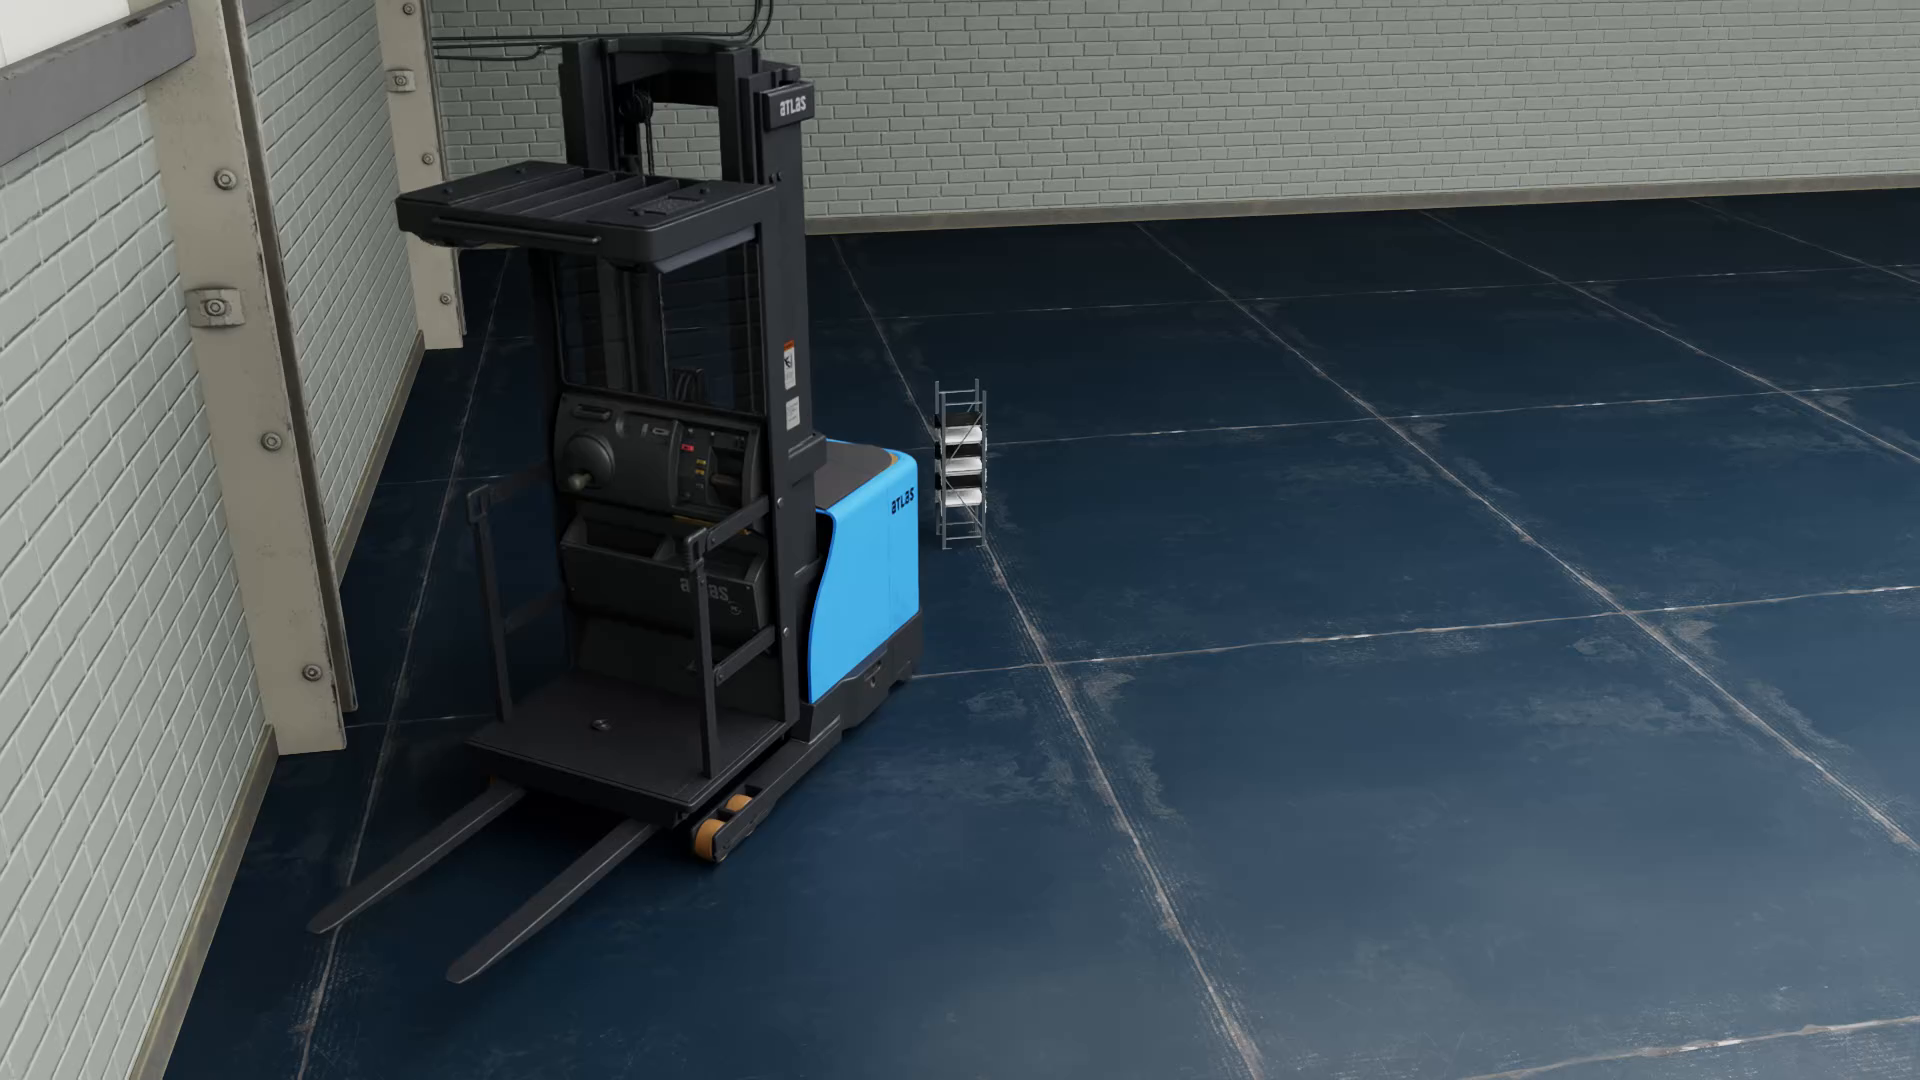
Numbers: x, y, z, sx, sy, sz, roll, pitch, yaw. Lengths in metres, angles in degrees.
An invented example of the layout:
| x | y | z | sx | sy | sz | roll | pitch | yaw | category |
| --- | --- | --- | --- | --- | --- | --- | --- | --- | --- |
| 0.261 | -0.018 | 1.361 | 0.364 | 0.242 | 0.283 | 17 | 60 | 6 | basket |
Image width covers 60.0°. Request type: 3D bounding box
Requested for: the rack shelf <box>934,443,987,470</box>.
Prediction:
| x | y | z | sx | sy | sz | roll | pitch | yaw | category |
| --- | --- | --- | --- | --- | --- | --- | --- | --- | --- |
| 0.002 | -0.461 | 9.040 | 0.258 | 0.077 | 0.200 | -4 | 24 | -10 | rack shelf |

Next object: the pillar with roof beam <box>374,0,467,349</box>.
| x | y | z | sx | sy | sz | roll | pitch | yaw | category |
| --- | --- | --- | --- | --- | --- | --- | --- | --- | --- |
| 0.277 | -5.966 | 11.668 | 9.100 | 9.000 | 0.400 | -4 | 24 | -10 | pillar with roof beam |

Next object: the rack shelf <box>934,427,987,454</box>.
| x | y | z | sx | sy | sz | roll | pitch | yaw | category |
| --- | --- | --- | --- | --- | --- | --- | --- | --- | --- |
| 0.002 | -0.544 | 9.004 | 0.258 | 0.077 | 0.200 | -4 | 24 | -10 | rack shelf |

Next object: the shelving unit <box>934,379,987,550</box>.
| x | y | z | sx | sy | sz | roll | pitch | yaw | category |
| --- | --- | --- | --- | --- | --- | --- | --- | --- | --- |
| 0.002 | -0.409 | 9.063 | 0.258 | 0.900 | 0.210 | -4 | 24 | -10 | shelving unit |

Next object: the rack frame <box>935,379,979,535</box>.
| x | y | z | sx | sy | sz | roll | pitch | yaw | category |
| --- | --- | --- | --- | --- | --- | --- | --- | --- | --- |
| -0.017 | -0.449 | 9.154 | 0.240 | 0.900 | 0.006 | -4 | 24 | -10 | rack frame |

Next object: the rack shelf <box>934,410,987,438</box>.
| x | y | z | sx | sy | sz | roll | pitch | yaw | category |
| --- | --- | --- | --- | --- | --- | --- | --- | --- | --- |
| 0.002 | -0.626 | 8.968 | 0.258 | 0.077 | 0.200 | -4 | 24 | -10 | rack shelf |

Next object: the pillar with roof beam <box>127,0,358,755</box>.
| x | y | z | sx | sy | sz | roll | pitch | yaw | category |
| --- | --- | --- | --- | --- | --- | --- | --- | --- | --- |
| 1.386 | -3.606 | 6.264 | 9.100 | 9.000 | 0.400 | -4 | 24 | -10 | pillar with roof beam |

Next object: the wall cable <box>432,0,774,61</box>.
| x | y | z | sx | sy | sz | roll | pitch | yaw | category |
| --- | --- | --- | --- | --- | --- | --- | --- | --- | --- |
| -3.199 | -5.481 | 14.437 | 3.097 | 2.526 | 0.112 | -4 | 24 | -10 | wall cable |

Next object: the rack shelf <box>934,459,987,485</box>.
| x | y | z | sx | sy | sz | roll | pitch | yaw | category |
| --- | --- | --- | --- | --- | --- | --- | --- | --- | --- |
| 0.002 | -0.379 | 9.076 | 0.258 | 0.077 | 0.200 | -4 | 24 | -10 | rack shelf |

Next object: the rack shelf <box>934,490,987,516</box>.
| x | y | z | sx | sy | sz | roll | pitch | yaw | category |
| --- | --- | --- | --- | --- | --- | --- | --- | --- | --- |
| 0.002 | -0.214 | 9.148 | 0.258 | 0.077 | 0.200 | -4 | 24 | -10 | rack shelf |

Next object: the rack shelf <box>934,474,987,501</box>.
| x | y | z | sx | sy | sz | roll | pitch | yaw | category |
| --- | --- | --- | --- | --- | --- | --- | --- | --- | --- |
| 0.002 | -0.296 | 9.112 | 0.258 | 0.077 | 0.200 | -4 | 24 | -10 | rack shelf |

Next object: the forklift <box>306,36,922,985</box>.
| x | y | z | sx | sy | sz | roll | pitch | yaw | category |
| --- | --- | --- | --- | --- | --- | --- | --- | --- | --- |
| -1.272 | -0.301 | 6.278 | 1.130 | 2.935 | 3.031 | 11 | 26 | 23 | forklift |

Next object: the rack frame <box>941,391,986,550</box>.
| x | y | z | sx | sy | sz | roll | pitch | yaw | category |
| --- | --- | --- | --- | --- | --- | --- | --- | --- | --- |
| 0.020 | -0.369 | 8.971 | 0.240 | 0.900 | 0.006 | -4 | 24 | -10 | rack frame |
